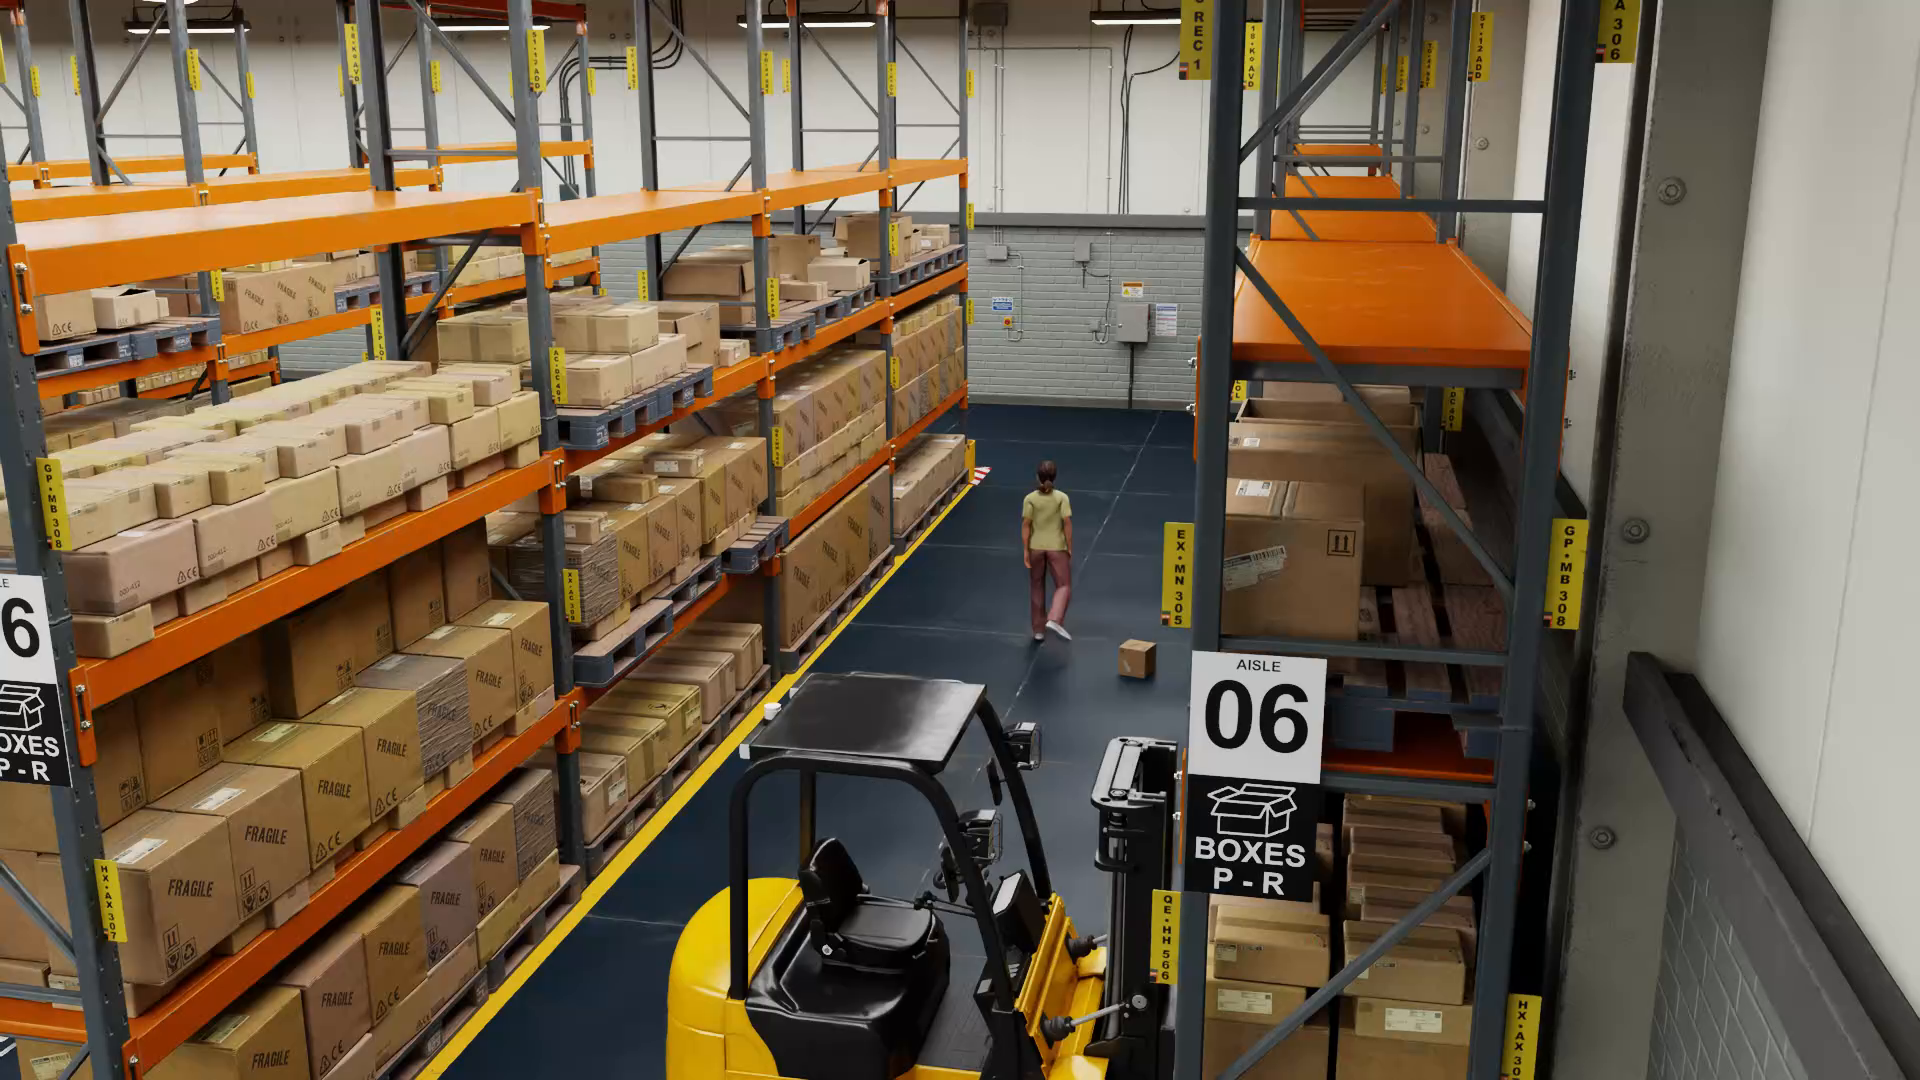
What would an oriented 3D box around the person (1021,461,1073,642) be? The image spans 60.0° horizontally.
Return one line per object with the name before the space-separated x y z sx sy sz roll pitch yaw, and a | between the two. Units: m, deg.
person | 0.789 0.129 14.956 0.490 1.661 0.732 2 15 9
